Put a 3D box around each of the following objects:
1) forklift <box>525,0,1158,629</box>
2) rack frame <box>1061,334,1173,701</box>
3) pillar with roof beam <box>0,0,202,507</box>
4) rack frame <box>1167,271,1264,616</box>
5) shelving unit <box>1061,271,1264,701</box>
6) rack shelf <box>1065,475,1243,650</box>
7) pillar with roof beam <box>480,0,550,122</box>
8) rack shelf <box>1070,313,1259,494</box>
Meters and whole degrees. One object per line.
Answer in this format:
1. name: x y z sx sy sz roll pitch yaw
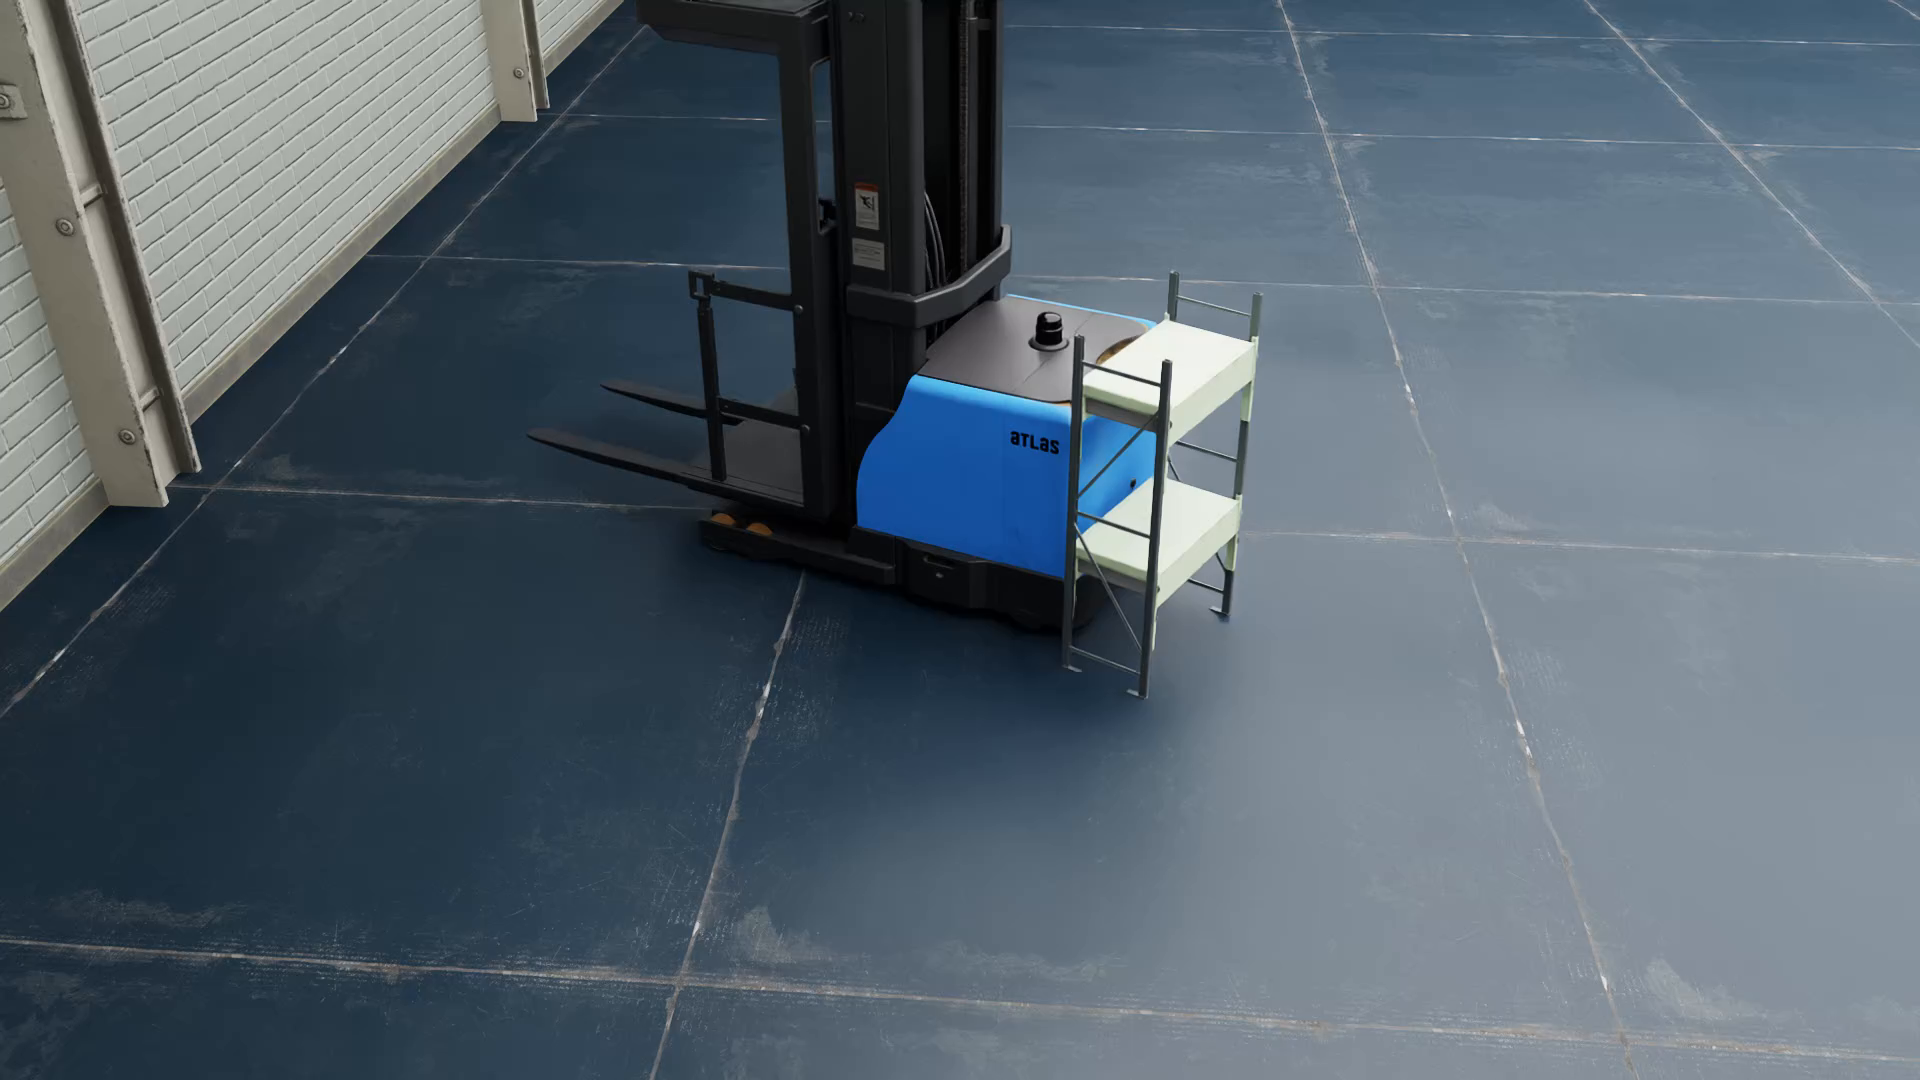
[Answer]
1. forklift: -0.632 -1.390 7.211 3.031 2.935 1.130 14 34 22
2. rack frame: 0.590 -0.056 6.411 0.400 1.500 0.023 20 37 29
3. pillar with roof beam: 0.320 -3.915 5.525 9.100 9.000 0.400 2 32 4
4. rack frame: 1.006 -0.372 6.924 0.400 1.500 0.023 20 37 29
5. shelving unit: 0.798 -0.214 6.667 0.431 1.500 0.755 20 37 29
6. rack shelf: 0.798 0.064 6.838 0.431 0.370 0.720 20 37 29
7. pillar with roof beam: 0.808 -7.052 10.616 9.100 9.000 0.400 2 32 4
8. rack shelf: 0.798 -0.546 6.463 0.431 0.370 0.720 20 37 29
